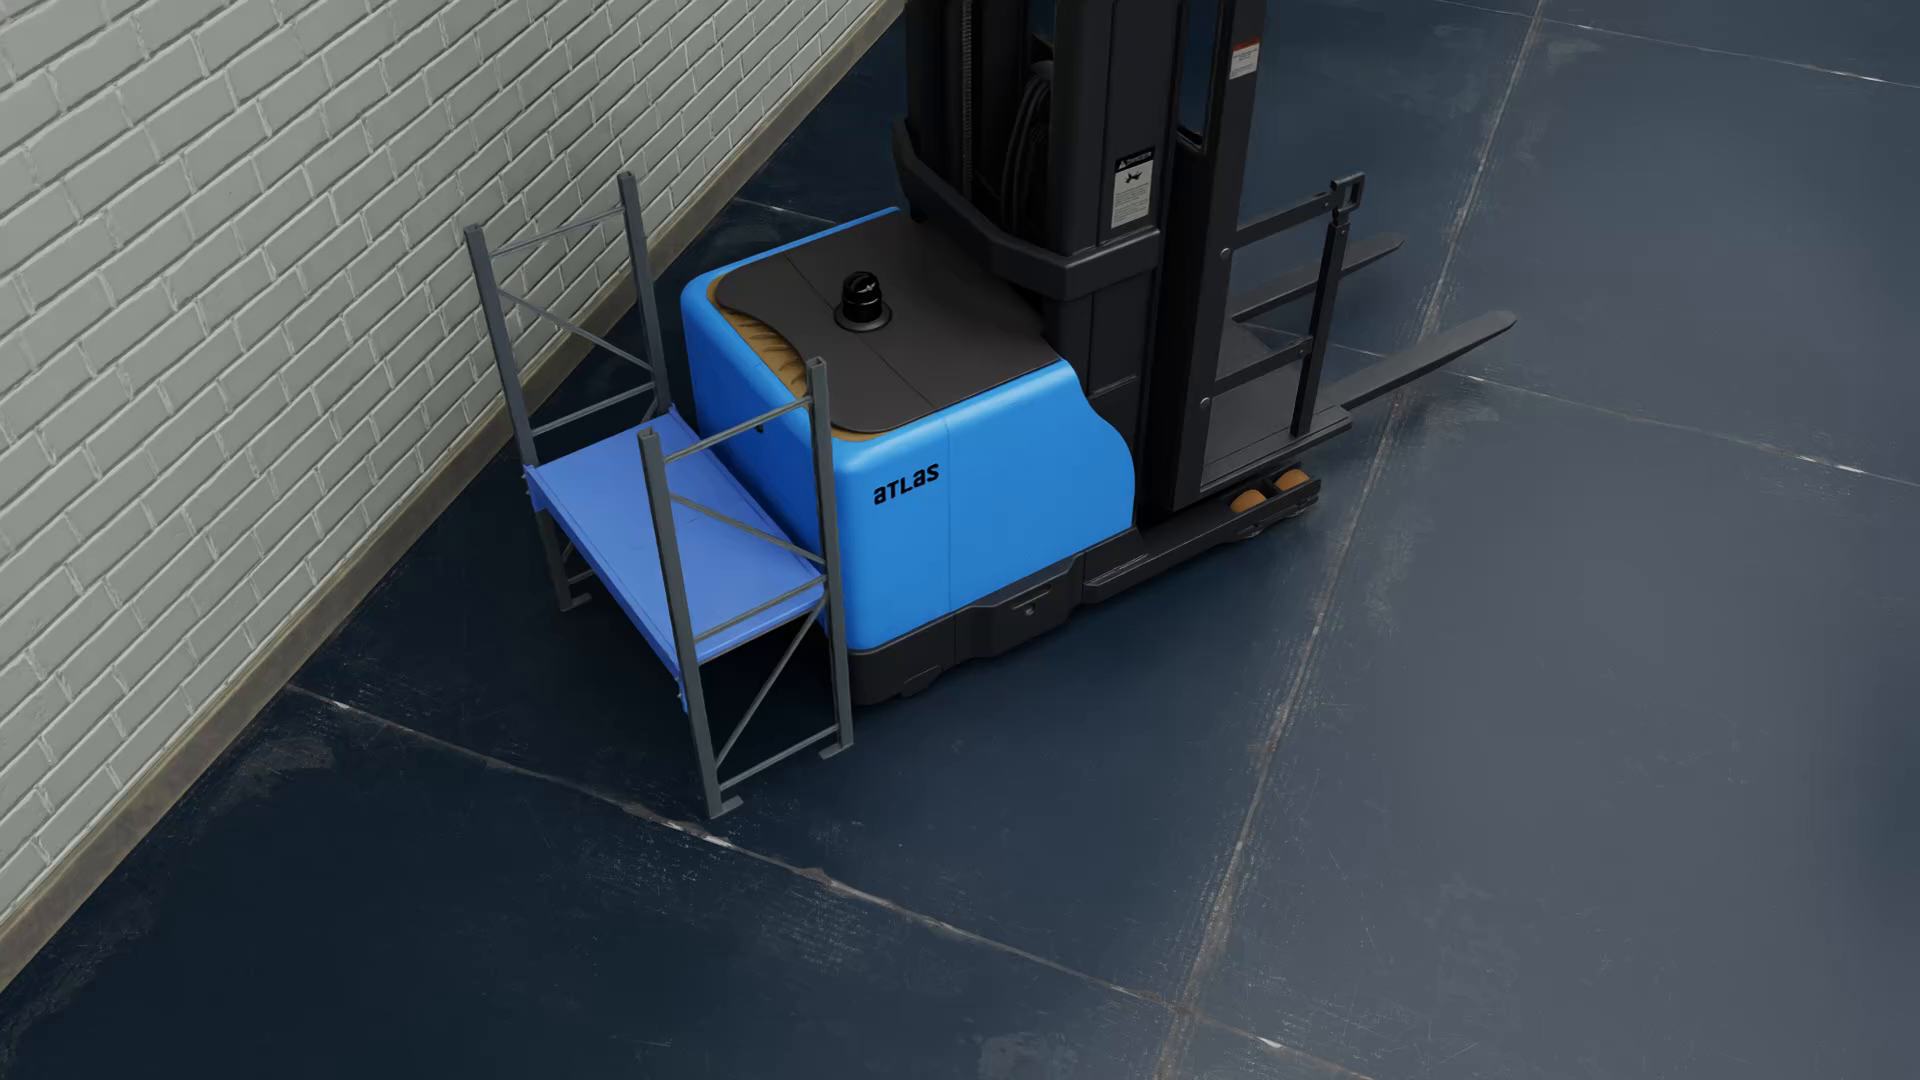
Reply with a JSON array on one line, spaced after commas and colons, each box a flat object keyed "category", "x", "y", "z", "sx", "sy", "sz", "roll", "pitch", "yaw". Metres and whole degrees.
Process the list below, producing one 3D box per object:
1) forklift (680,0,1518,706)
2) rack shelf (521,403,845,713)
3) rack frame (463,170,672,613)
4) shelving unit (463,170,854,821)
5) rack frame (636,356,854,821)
[{"category": "forklift", "x": 0.654, "y": -1.337, "z": 5.016, "sx": 3.031, "sy": 2.935, "sz": 1.130, "roll": -24, "pitch": 50, "yaw": -23}, {"category": "rack shelf", "x": -0.831, "y": 0.023, "z": 4.919, "sx": 0.538, "sy": 0.185, "sz": 1.000, "roll": -26, "pitch": 51, "yaw": -24}, {"category": "rack frame", "x": -1.122, "y": -0.399, "z": 5.087, "sx": 0.500, "sy": 1.500, "sz": 0.032, "roll": -26, "pitch": 51, "yaw": -24}, {"category": "shelving unit", "x": -0.831, "y": -0.105, "z": 4.792, "sx": 0.538, "sy": 1.500, "sz": 1.048, "roll": -26, "pitch": 51, "yaw": -24}, {"category": "rack frame", "x": -0.540, "y": 0.189, "z": 4.496, "sx": 0.500, "sy": 1.500, "sz": 0.032, "roll": -26, "pitch": 51, "yaw": -24}]
